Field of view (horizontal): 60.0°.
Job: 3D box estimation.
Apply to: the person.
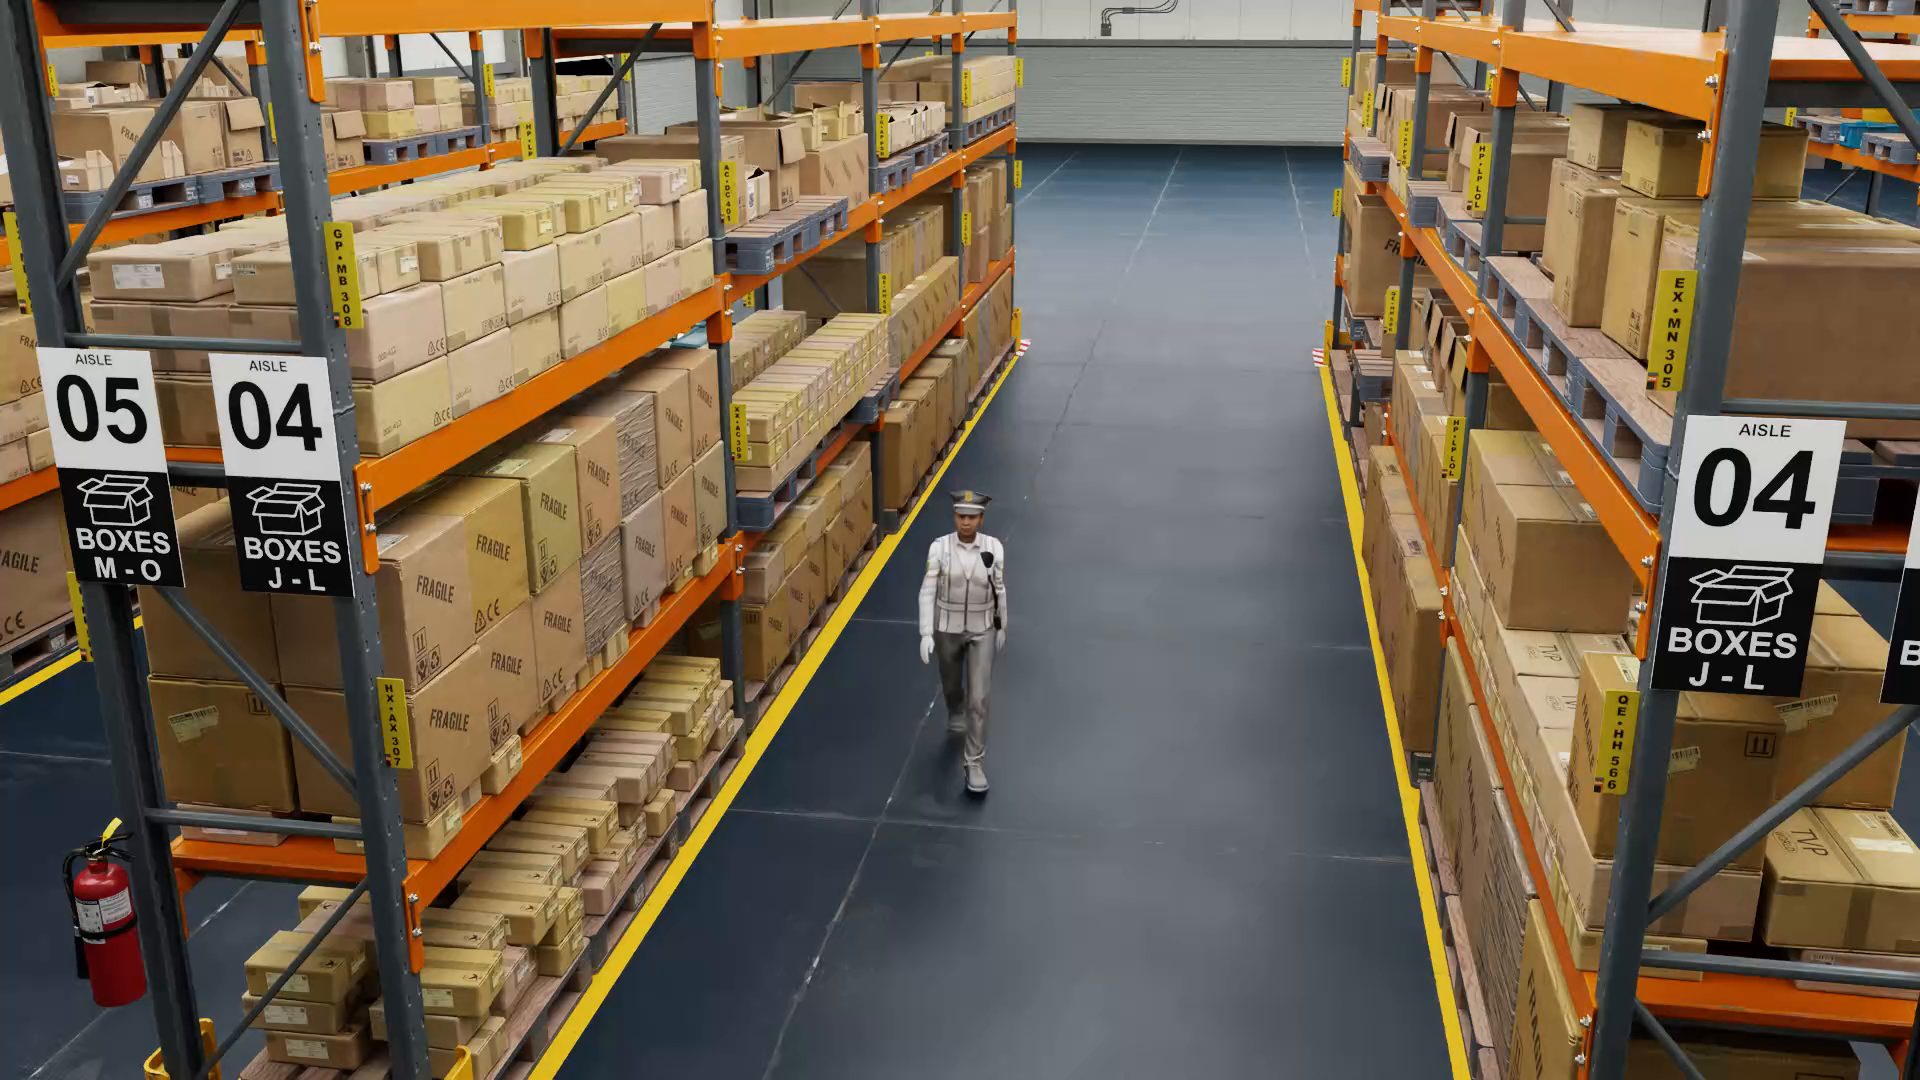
[{"bbox_3d":[0.019,0.498,9.457,0.505,1.641,0.971,0,18,1],"label":"person"}]
